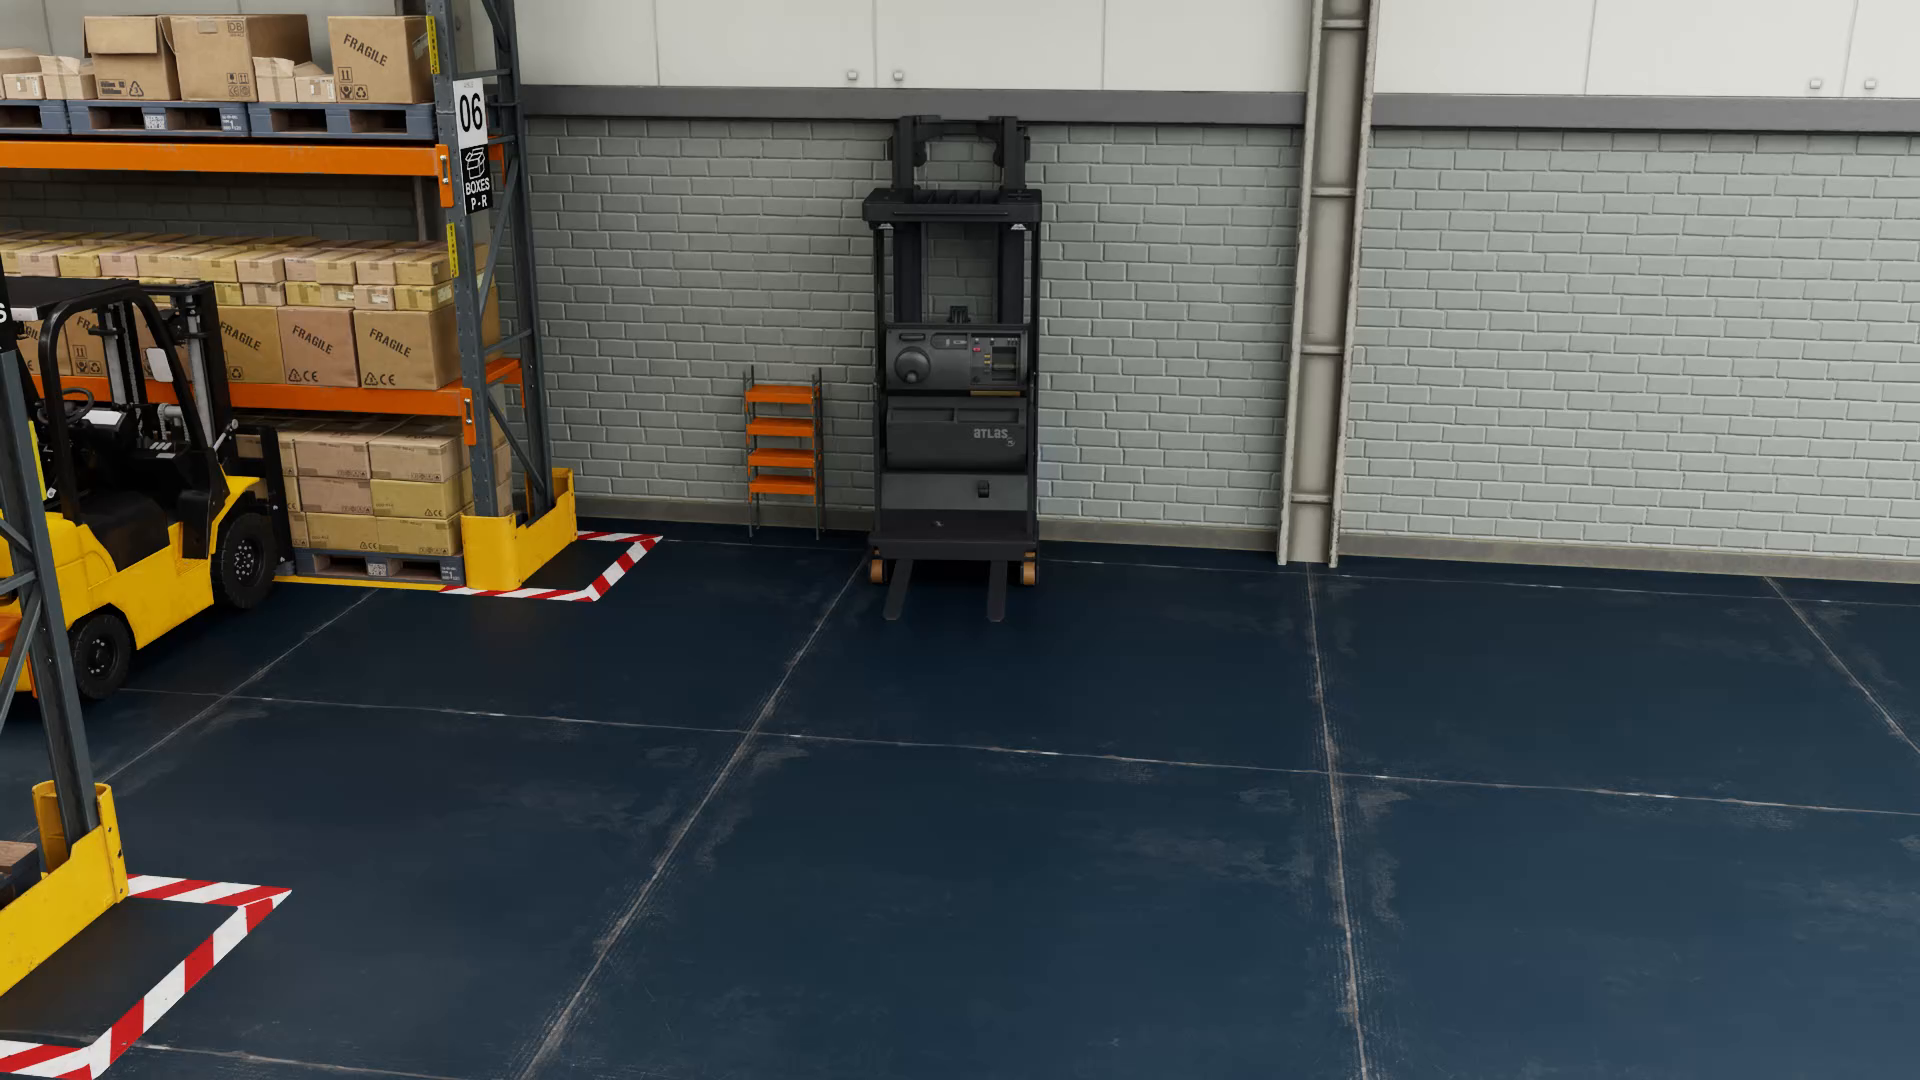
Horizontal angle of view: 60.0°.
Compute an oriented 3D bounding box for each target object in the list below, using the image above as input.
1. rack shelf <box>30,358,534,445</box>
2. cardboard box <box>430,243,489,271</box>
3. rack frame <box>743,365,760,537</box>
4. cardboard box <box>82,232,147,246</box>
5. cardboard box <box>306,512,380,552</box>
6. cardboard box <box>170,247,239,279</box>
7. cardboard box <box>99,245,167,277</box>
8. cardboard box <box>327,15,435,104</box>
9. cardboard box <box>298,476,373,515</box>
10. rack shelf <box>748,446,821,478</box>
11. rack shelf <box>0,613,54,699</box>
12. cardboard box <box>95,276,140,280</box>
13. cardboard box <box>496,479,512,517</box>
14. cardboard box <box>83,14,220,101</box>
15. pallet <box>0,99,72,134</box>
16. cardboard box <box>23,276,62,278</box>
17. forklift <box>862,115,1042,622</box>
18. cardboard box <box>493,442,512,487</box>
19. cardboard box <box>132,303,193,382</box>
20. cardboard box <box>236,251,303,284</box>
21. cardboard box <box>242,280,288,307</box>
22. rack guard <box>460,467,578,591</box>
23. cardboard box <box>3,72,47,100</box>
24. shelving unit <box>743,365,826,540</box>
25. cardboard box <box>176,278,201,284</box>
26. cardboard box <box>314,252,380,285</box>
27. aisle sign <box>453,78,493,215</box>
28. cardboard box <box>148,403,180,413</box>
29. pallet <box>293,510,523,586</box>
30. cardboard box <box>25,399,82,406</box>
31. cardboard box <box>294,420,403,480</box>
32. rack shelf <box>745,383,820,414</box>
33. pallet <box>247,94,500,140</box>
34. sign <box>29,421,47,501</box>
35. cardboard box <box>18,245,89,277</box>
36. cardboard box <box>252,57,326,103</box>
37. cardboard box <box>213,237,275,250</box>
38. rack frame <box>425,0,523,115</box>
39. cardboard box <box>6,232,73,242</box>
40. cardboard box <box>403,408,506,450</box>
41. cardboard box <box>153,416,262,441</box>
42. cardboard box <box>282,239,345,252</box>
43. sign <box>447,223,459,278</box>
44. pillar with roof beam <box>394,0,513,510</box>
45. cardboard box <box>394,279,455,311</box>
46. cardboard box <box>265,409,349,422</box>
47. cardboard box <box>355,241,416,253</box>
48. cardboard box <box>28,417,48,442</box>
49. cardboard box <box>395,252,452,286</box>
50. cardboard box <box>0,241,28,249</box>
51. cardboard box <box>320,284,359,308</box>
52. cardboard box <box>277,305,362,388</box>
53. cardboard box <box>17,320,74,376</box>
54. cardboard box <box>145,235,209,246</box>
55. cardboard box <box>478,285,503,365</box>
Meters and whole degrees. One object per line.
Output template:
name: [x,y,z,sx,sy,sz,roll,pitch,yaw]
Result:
rack shelf: [-4.976,-1.039,11.313,4.000,0.370,1.077,3,19,9]
cardboard box: [-3.299,-1.859,10.983,0.250,0.149,0.380,3,19,8]
rack frame: [-1.477,-0.627,11.788,0.015,1.200,0.240,3,19,8]
cardboard box: [-5.826,-2.027,11.486,0.250,0.149,0.380,3,19,8]
cardboard box: [-4.005,-0.127,11.127,0.500,0.250,0.500,3,19,9]
cardboard box: [-4.904,-1.803,10.814,0.250,0.149,0.380,3,19,9]
cardboard box: [-5.398,-1.827,10.889,0.250,0.149,0.380,3,19,8]
cardboard box: [-3.477,-2.941,10.163,0.500,0.500,0.500,4,19,10]
cardboard box: [-4.025,-0.367,11.055,0.500,0.250,0.500,3,19,8]
rack shelf: [-1.236,-0.552,11.775,0.480,0.148,0.258,3,19,8]
rack shelf: [-5.759,0.517,6.665,4.000,0.370,1.077,3,19,9]
cardboard box: [-5.418,-1.664,10.868,0.250,0.149,0.380,2,19,7]
cardboard box: [-3.455,-0.260,11.525,0.500,0.250,0.500,3,19,9]
cardboard box: [-5.044,-3.067,10.534,0.637,0.503,0.797,4,19,10]
pallet: [-6.104,-2.826,10.934,1.213,0.211,1.003,3,19,9]
cardboard box: [-5.928,-1.684,10.930,0.250,0.149,0.380,3,19,10]
forklift: [-0.030,-1.191,10.742,1.130,2.935,3.031,1,19,3]
cardboard box: [-3.432,-0.500,11.454,0.500,0.250,0.500,3,19,10]
cardboard box: [-5.044,-1.346,10.940,0.500,0.500,0.500,3,19,9]
cardboard box: [-4.408,-1.749,10.653,0.250,0.149,0.380,3,19,10]
cardboard box: [-4.405,-1.614,10.720,0.250,0.149,0.380,2,19,7]
rack guard: [-2.977,-0.092,11.292,0.348,0.500,1.175,3,19,9]
cardboard box: [-5.797,-2.874,10.514,0.250,0.149,0.380,3,19,10]
shelving unit: [-1.236,-0.616,11.754,0.503,1.200,0.258,3,19,8]
cardboard box: [-4.891,-1.661,10.862,0.250,0.149,0.380,3,19,8]
cardboard box: [-3.899,-1.735,10.611,0.250,0.149,0.380,3,19,10]
aisle sign: [-2.983,-2.417,10.201,0.004,0.787,0.394,3,19,9]
cardboard box: [-5.434,-0.835,11.667,0.500,0.250,0.500,3,19,9]
pallet: [-3.763,0.018,11.417,1.213,0.211,1.003,3,19,9]
cardboard box: [-6.434,-0.886,11.818,0.500,0.250,0.500,3,19,10]
cardboard box: [-4.010,-0.598,10.958,0.500,0.250,0.500,3,19,10]
rack shelf: [-1.236,-0.989,11.629,0.480,0.148,0.258,3,19,8]
pallet: [-3.695,-2.703,10.567,1.213,0.211,1.003,3,19,9]
sign: [-3.699,-0.304,6.621,0.005,0.325,0.100,3,19,9]
cardboard box: [-5.919,-1.827,10.889,0.250,0.149,0.380,3,19,10]
cardboard box: [-4.118,-2.844,10.240,0.258,0.266,0.396,3,19,9]
cardboard box: [-4.821,-1.946,11.242,0.250,0.149,0.380,3,19,9]
rack frame: [-3.001,-4.124,9.947,0.127,3.000,1.000,3,19,9]
cardboard box: [-6.346,-2.029,11.493,0.250,0.149,0.380,2,19,7]
cardboard box: [-3.446,-0.732,11.359,0.500,0.250,0.500,3,19,8]
cardboard box: [-5.009,-0.648,11.108,0.500,0.250,0.500,3,19,8]
cardboard box: [-4.321,-1.914,11.148,0.250,0.149,0.380,4,19,10]
sign: [-3.101,-1.771,10.171,0.005,0.325,0.100,3,19,9]
pillar with roof beam: [-4.228,-3.093,6.864,0.400,9.000,9.100,3,19,9]
cardboard box: [-3.388,-1.564,10.569,0.250,0.149,0.380,3,19,9]
cardboard box: [-4.432,-0.784,11.516,0.500,0.250,0.500,3,19,8]
cardboard box: [-3.815,-1.892,11.080,0.250,0.149,0.380,3,19,10]
cardboard box: [-6.019,-0.698,11.258,0.500,0.250,0.500,3,19,9]
cardboard box: [-3.388,-1.727,10.589,0.250,0.149,0.380,3,19,9]
cardboard box: [-6.407,-1.888,11.070,0.250,0.149,0.380,3,19,9]
cardboard box: [-3.891,-1.600,10.677,0.250,0.149,0.380,3,19,10]
cardboard box: [-4.039,-1.298,10.798,0.500,0.500,0.500,4,19,10]
cardboard box: [-6.037,-1.403,11.110,0.500,0.500,0.500,3,19,10]
cardboard box: [-5.328,-1.980,11.346,0.250,0.149,0.380,3,19,8]
cardboard box: [-3.446,-1.438,11.217,0.500,0.500,0.500,4,19,10]
